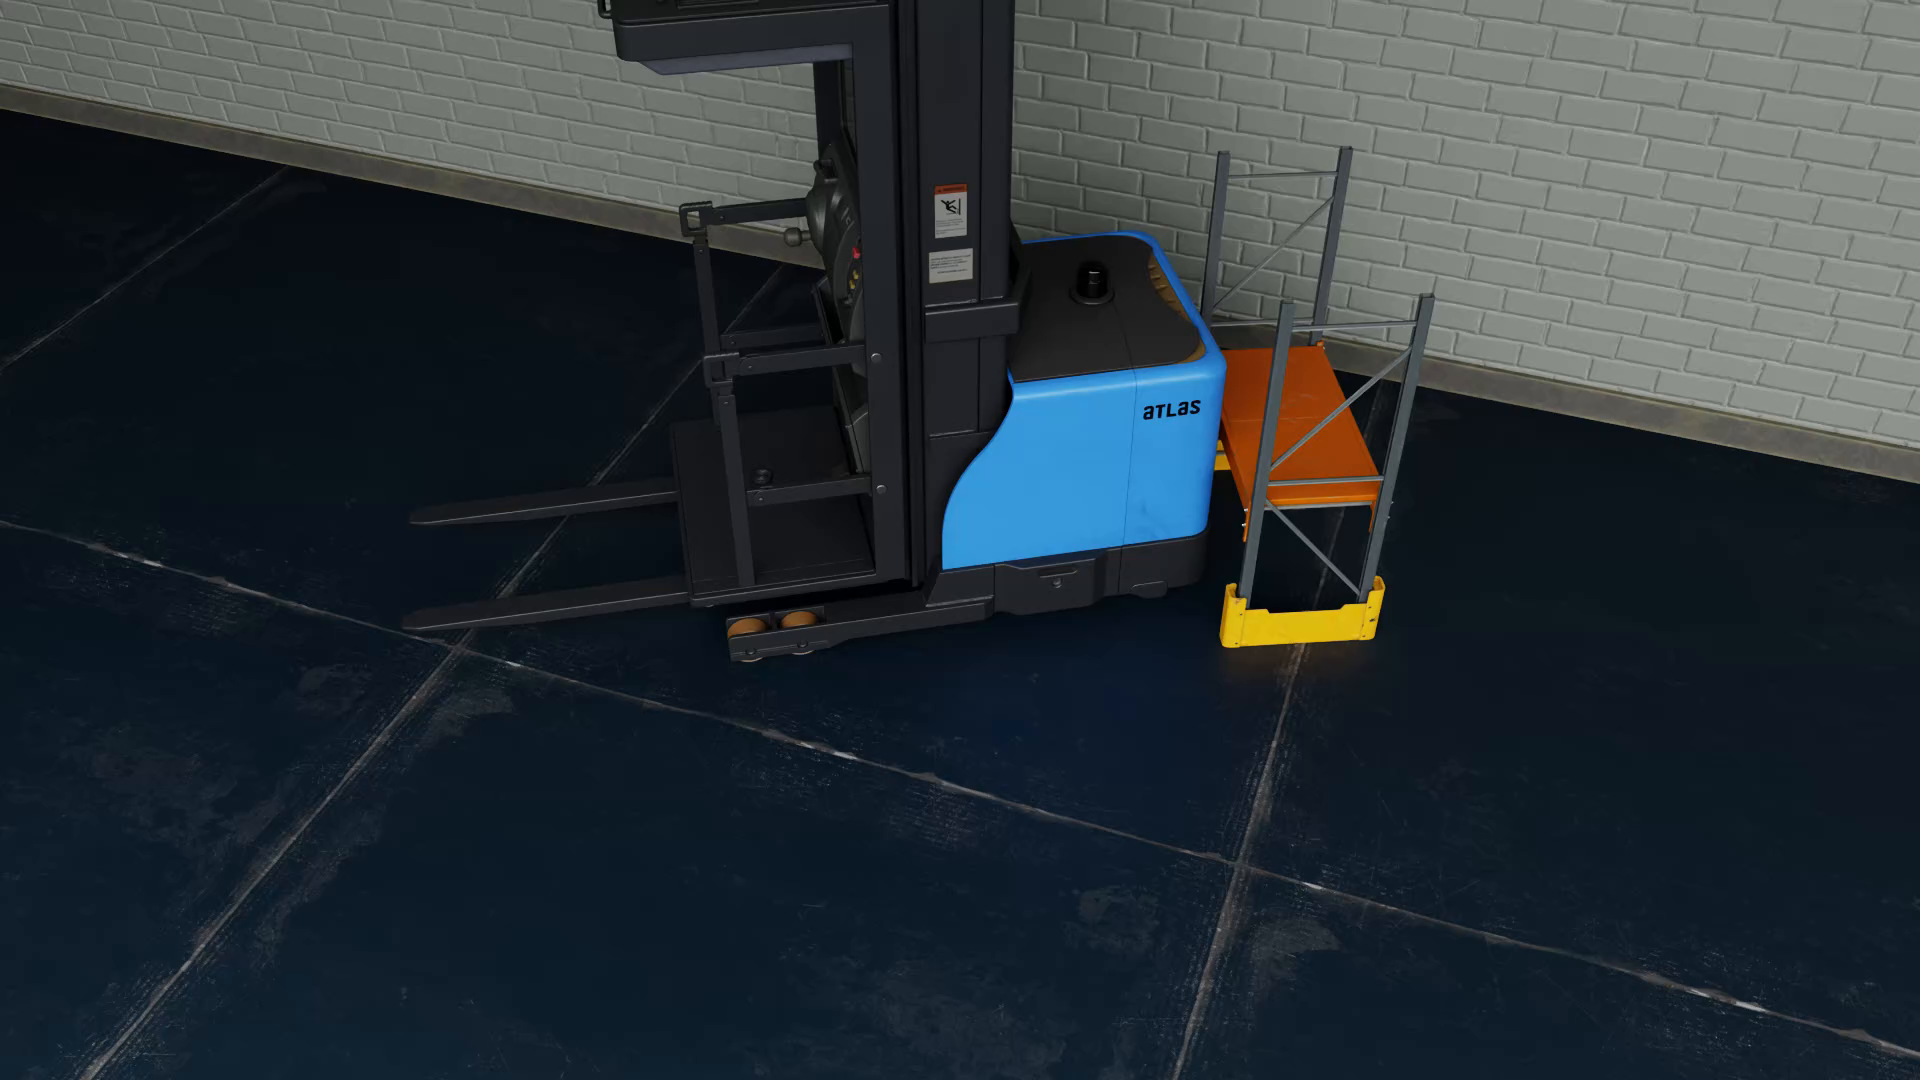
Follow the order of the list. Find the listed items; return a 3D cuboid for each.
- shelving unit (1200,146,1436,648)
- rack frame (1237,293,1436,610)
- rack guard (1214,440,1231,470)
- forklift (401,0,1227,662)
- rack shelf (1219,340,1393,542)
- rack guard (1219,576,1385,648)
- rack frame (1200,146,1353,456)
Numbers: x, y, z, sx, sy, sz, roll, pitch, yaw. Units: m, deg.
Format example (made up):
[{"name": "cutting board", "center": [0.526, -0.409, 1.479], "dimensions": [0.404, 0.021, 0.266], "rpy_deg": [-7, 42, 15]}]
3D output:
[{"name": "shelving unit", "center": [1.241, -0.529, 6.214], "dimensions": [0.587, 1.500, 1.083], "rpy_deg": [-3, 41, -4]}, {"name": "rack frame", "center": [1.281, -0.206, 5.835], "dimensions": [0.500, 1.500, 0.032], "rpy_deg": [-3, 41, -4]}, {"name": "rack guard", "center": [1.200, -0.375, 6.997], "dimensions": [0.587, 0.250, 0.087], "rpy_deg": [-3, 41, -4]}, {"name": "forklift", "center": [-0.610, -1.034, 5.704], "dimensions": [3.031, 2.935, 1.130], "rpy_deg": [-8, 41, -9]}, {"name": "rack shelf", "center": [1.240, -0.398, 6.338], "dimensions": [0.538, 0.185, 1.000], "rpy_deg": [-3, 41, -4]}, {"name": "rack guard", "center": [1.281, 0.269, 6.242], "dimensions": [0.587, 0.250, 0.087], "rpy_deg": [-3, 41, -4]}, {"name": "rack frame", "center": [1.199, -0.863, 6.606], "dimensions": [0.500, 1.500, 0.032], "rpy_deg": [-3, 41, -4]}]
